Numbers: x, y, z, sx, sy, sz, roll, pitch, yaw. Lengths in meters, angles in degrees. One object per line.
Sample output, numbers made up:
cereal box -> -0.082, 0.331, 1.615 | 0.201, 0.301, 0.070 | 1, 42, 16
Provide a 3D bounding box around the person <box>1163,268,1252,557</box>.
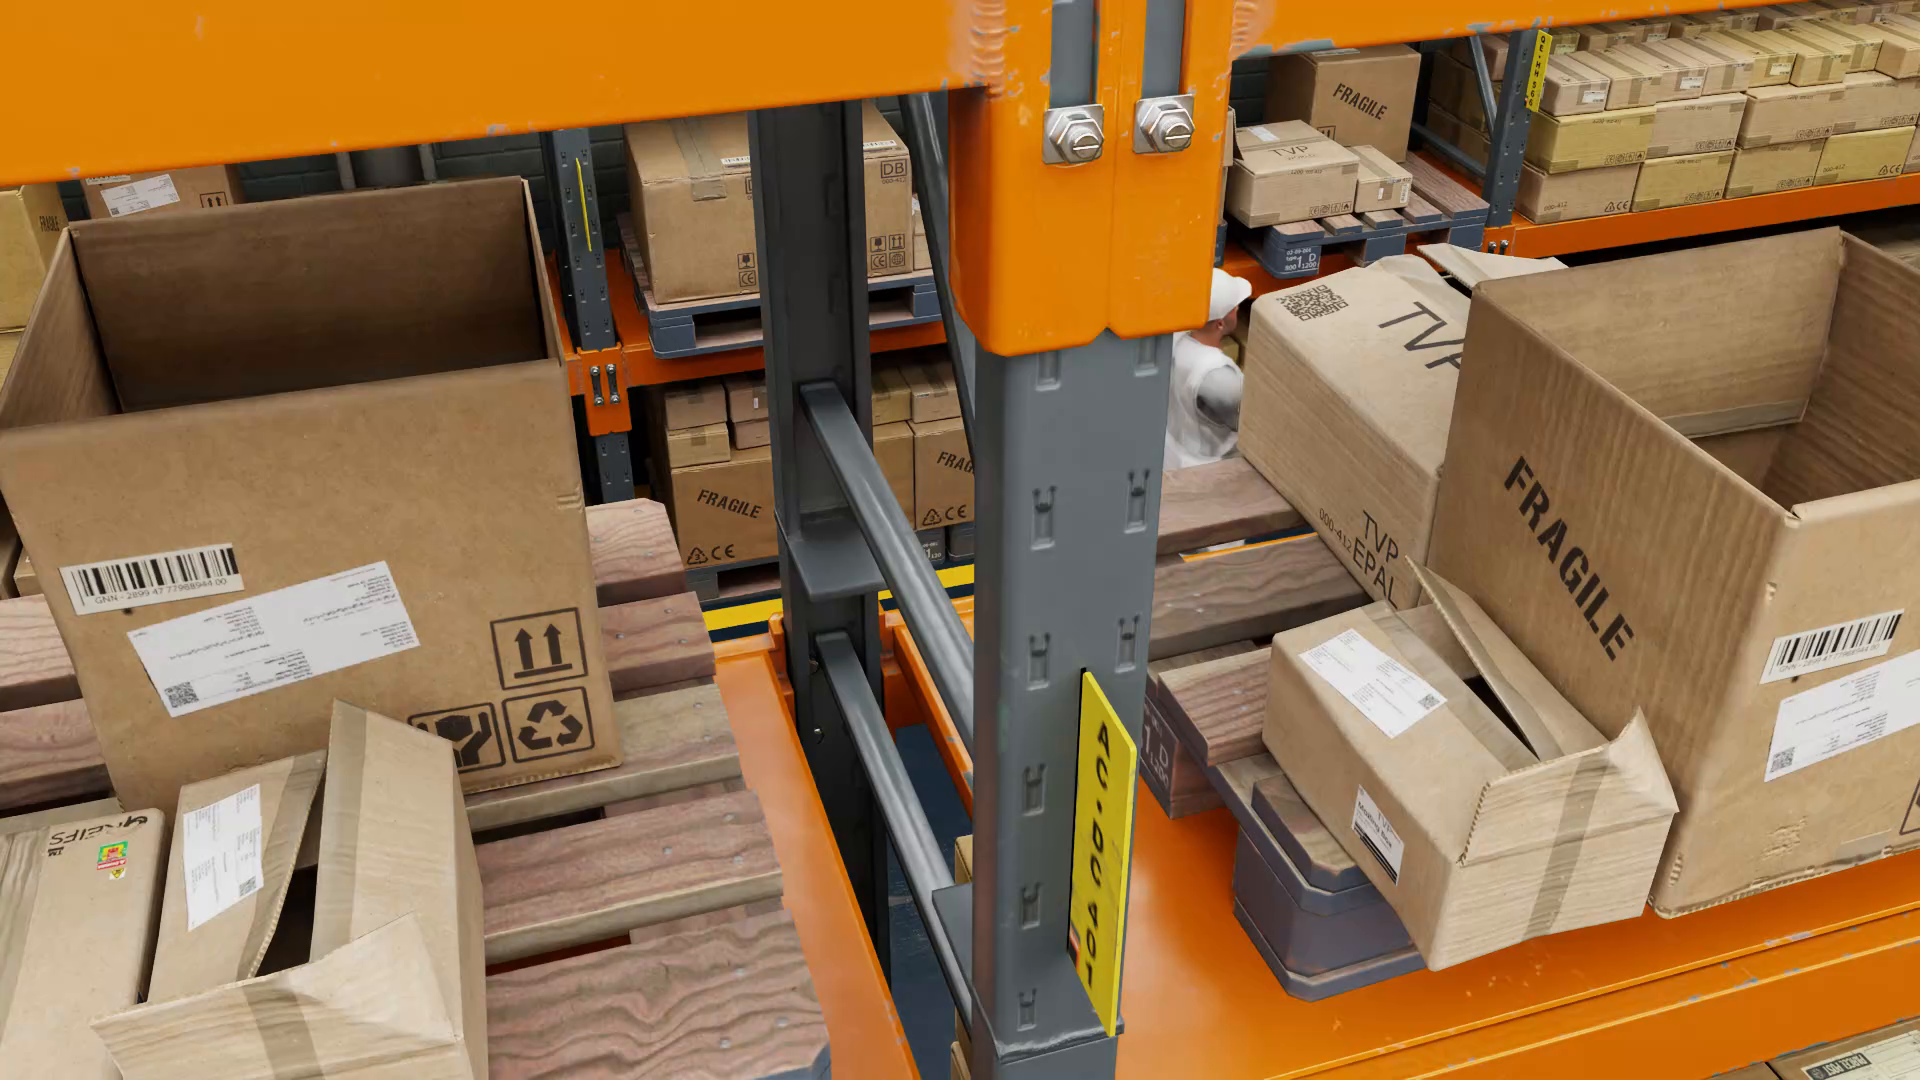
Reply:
person -> 1.041, -0.248, 6.494 | 0.558, 1.786, 0.495 | -11, 35, -15
